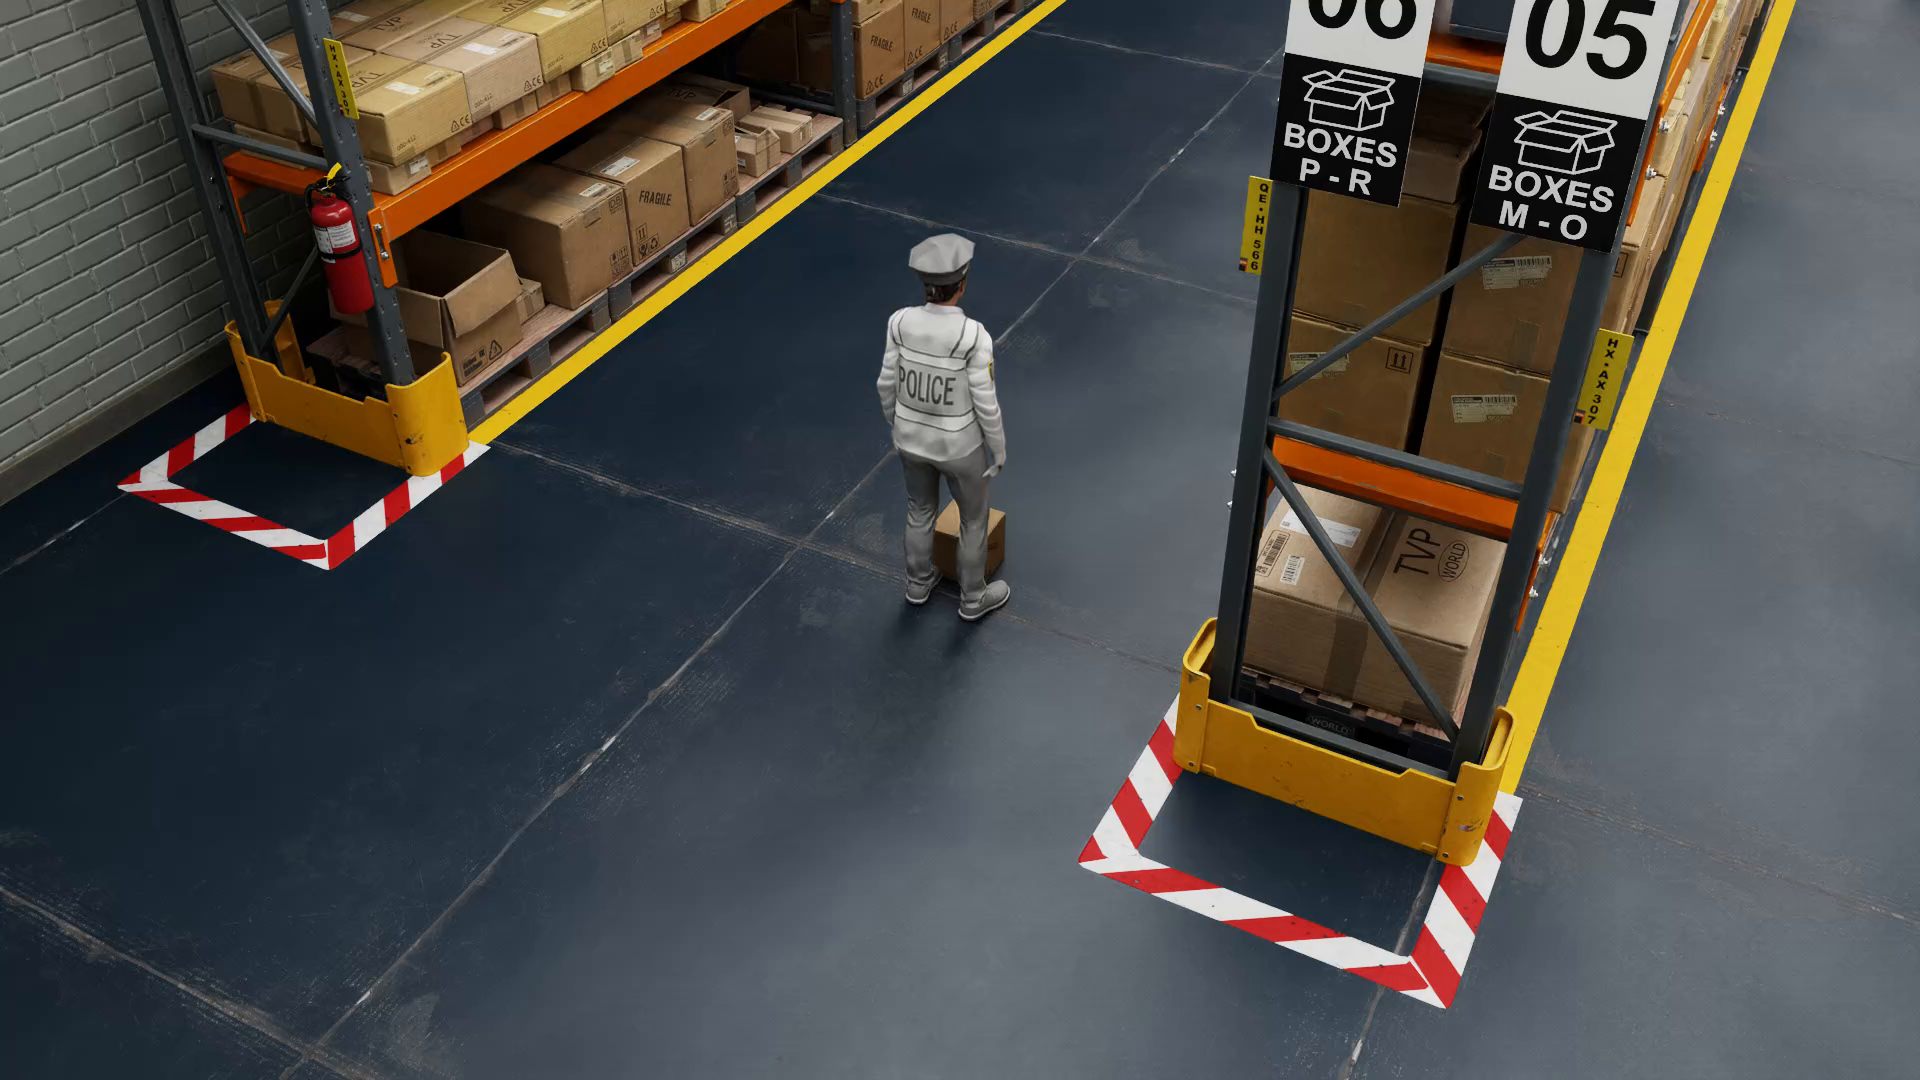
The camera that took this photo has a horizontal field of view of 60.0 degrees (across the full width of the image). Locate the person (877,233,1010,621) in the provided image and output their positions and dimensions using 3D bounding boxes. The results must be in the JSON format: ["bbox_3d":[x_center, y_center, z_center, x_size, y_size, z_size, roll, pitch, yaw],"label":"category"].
[{"bbox_3d":[-0.067,-0.404,6.664,0.528,1.663,0.371,16,41,20],"label":"person"}]
